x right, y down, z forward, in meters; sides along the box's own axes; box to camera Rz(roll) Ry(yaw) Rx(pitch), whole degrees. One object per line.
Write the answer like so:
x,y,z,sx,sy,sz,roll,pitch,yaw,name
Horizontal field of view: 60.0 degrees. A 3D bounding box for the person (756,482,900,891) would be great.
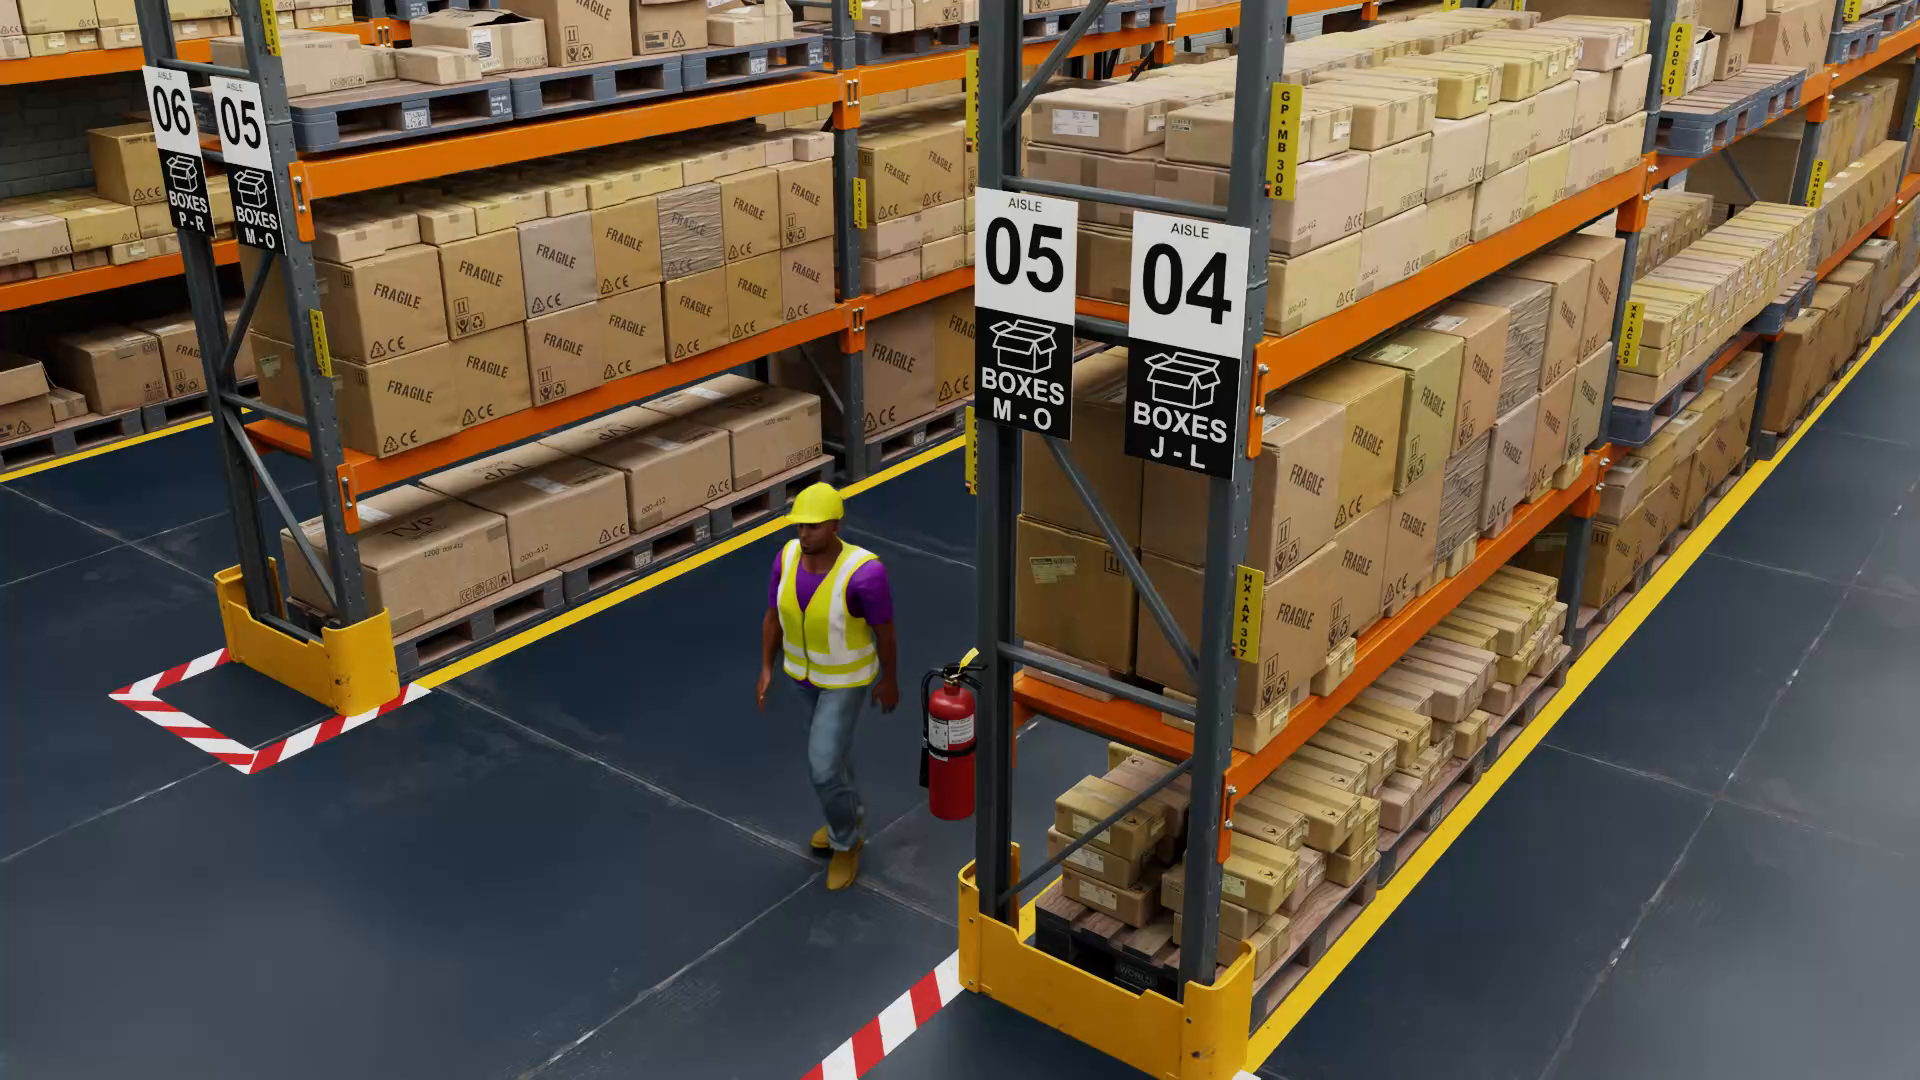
-0.582,0.613,7.162,0.584,1.810,0.529,15,28,31,person
